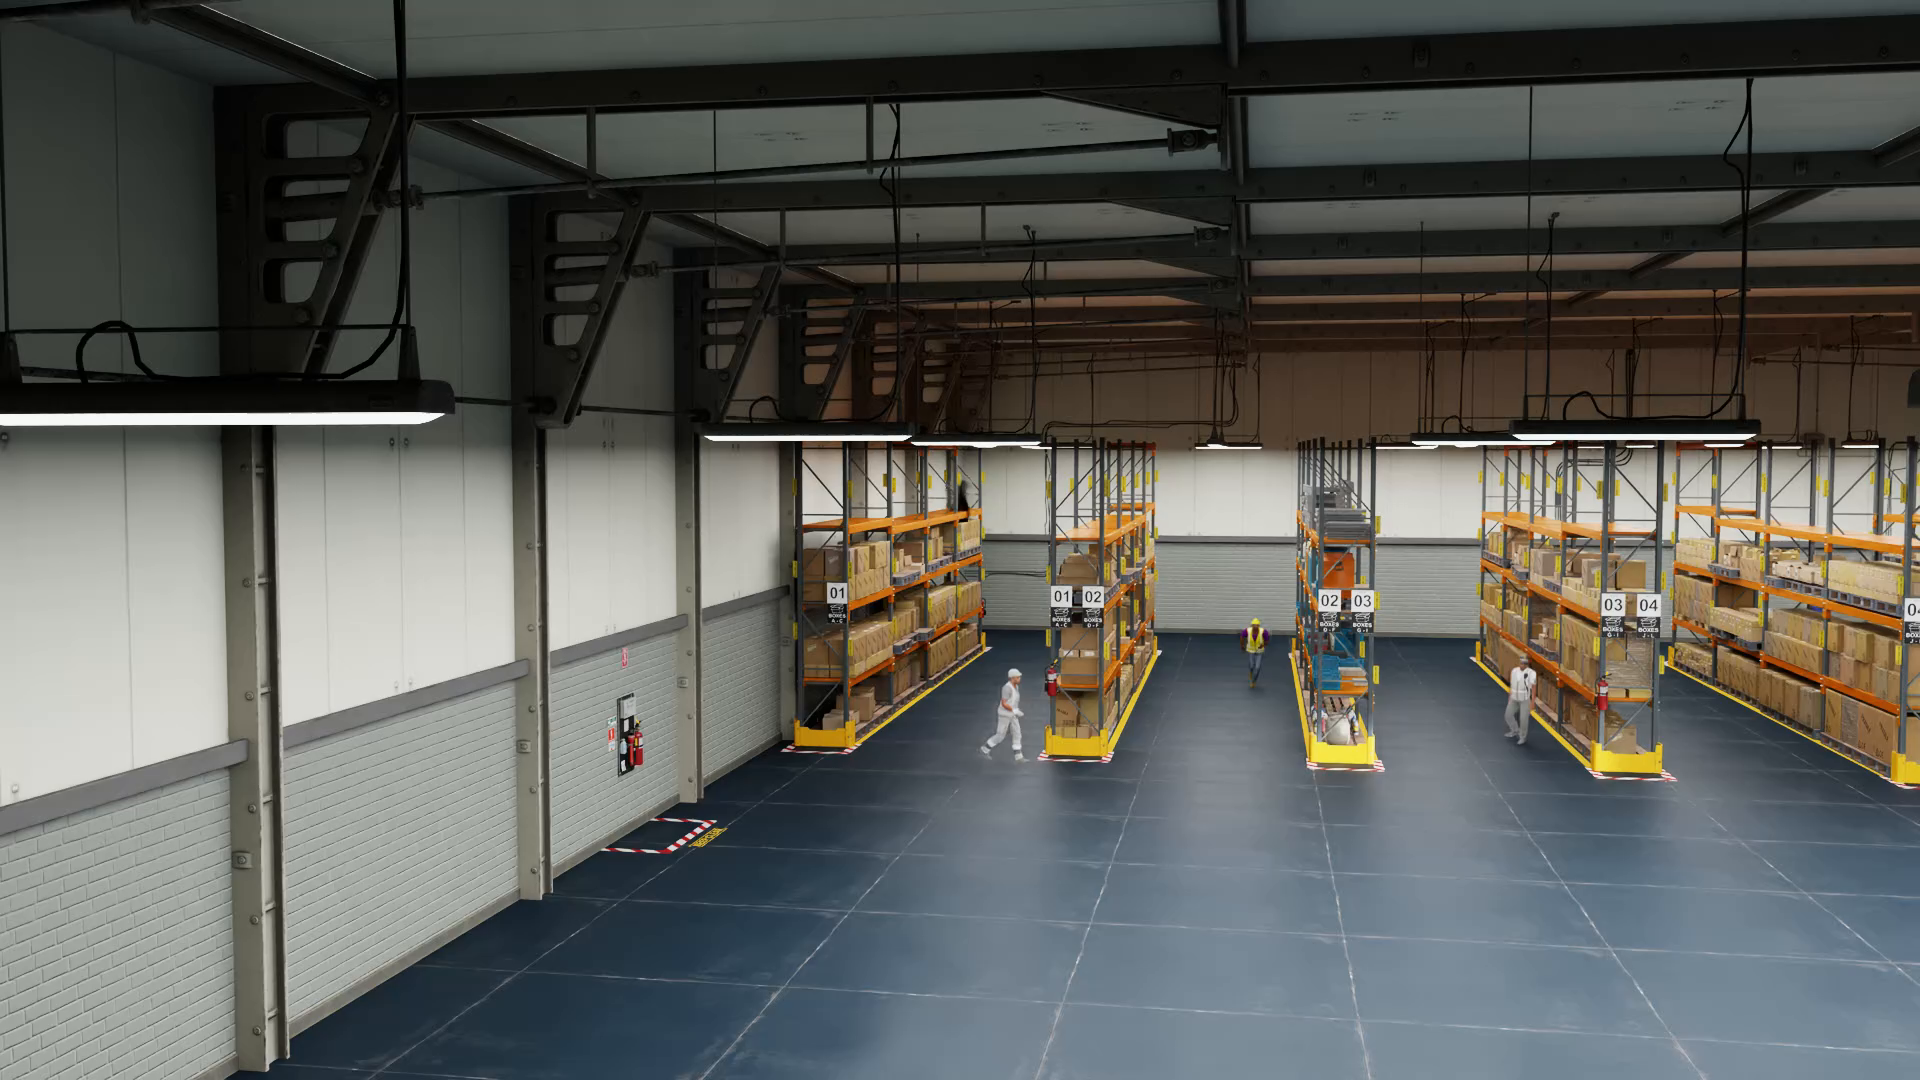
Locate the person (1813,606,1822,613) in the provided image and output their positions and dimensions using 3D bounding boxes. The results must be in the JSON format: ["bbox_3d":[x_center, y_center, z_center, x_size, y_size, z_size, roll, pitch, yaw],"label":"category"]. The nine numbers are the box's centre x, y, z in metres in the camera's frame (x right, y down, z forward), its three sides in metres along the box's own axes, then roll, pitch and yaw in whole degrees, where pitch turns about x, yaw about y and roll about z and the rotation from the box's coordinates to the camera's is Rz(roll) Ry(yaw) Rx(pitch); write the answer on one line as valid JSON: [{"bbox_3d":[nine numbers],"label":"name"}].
[{"bbox_3d":[24.413,2.368,47.446,0.787,1.704,0.556,-1,3,-11],"label":"person"}]

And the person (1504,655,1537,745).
[{"bbox_3d":[11.008,3.136,32.655,0.670,1.784,0.516,3,4,44],"label":"person"}]

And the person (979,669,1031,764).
[{"bbox_3d":[0.823,3.221,30.435,1.001,1.755,0.620,2,3,27],"label":"person"}]

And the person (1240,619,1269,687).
[{"bbox_3d":[7.187,2.748,40.527,0.670,1.687,0.736,0,3,4],"label":"person"}]
